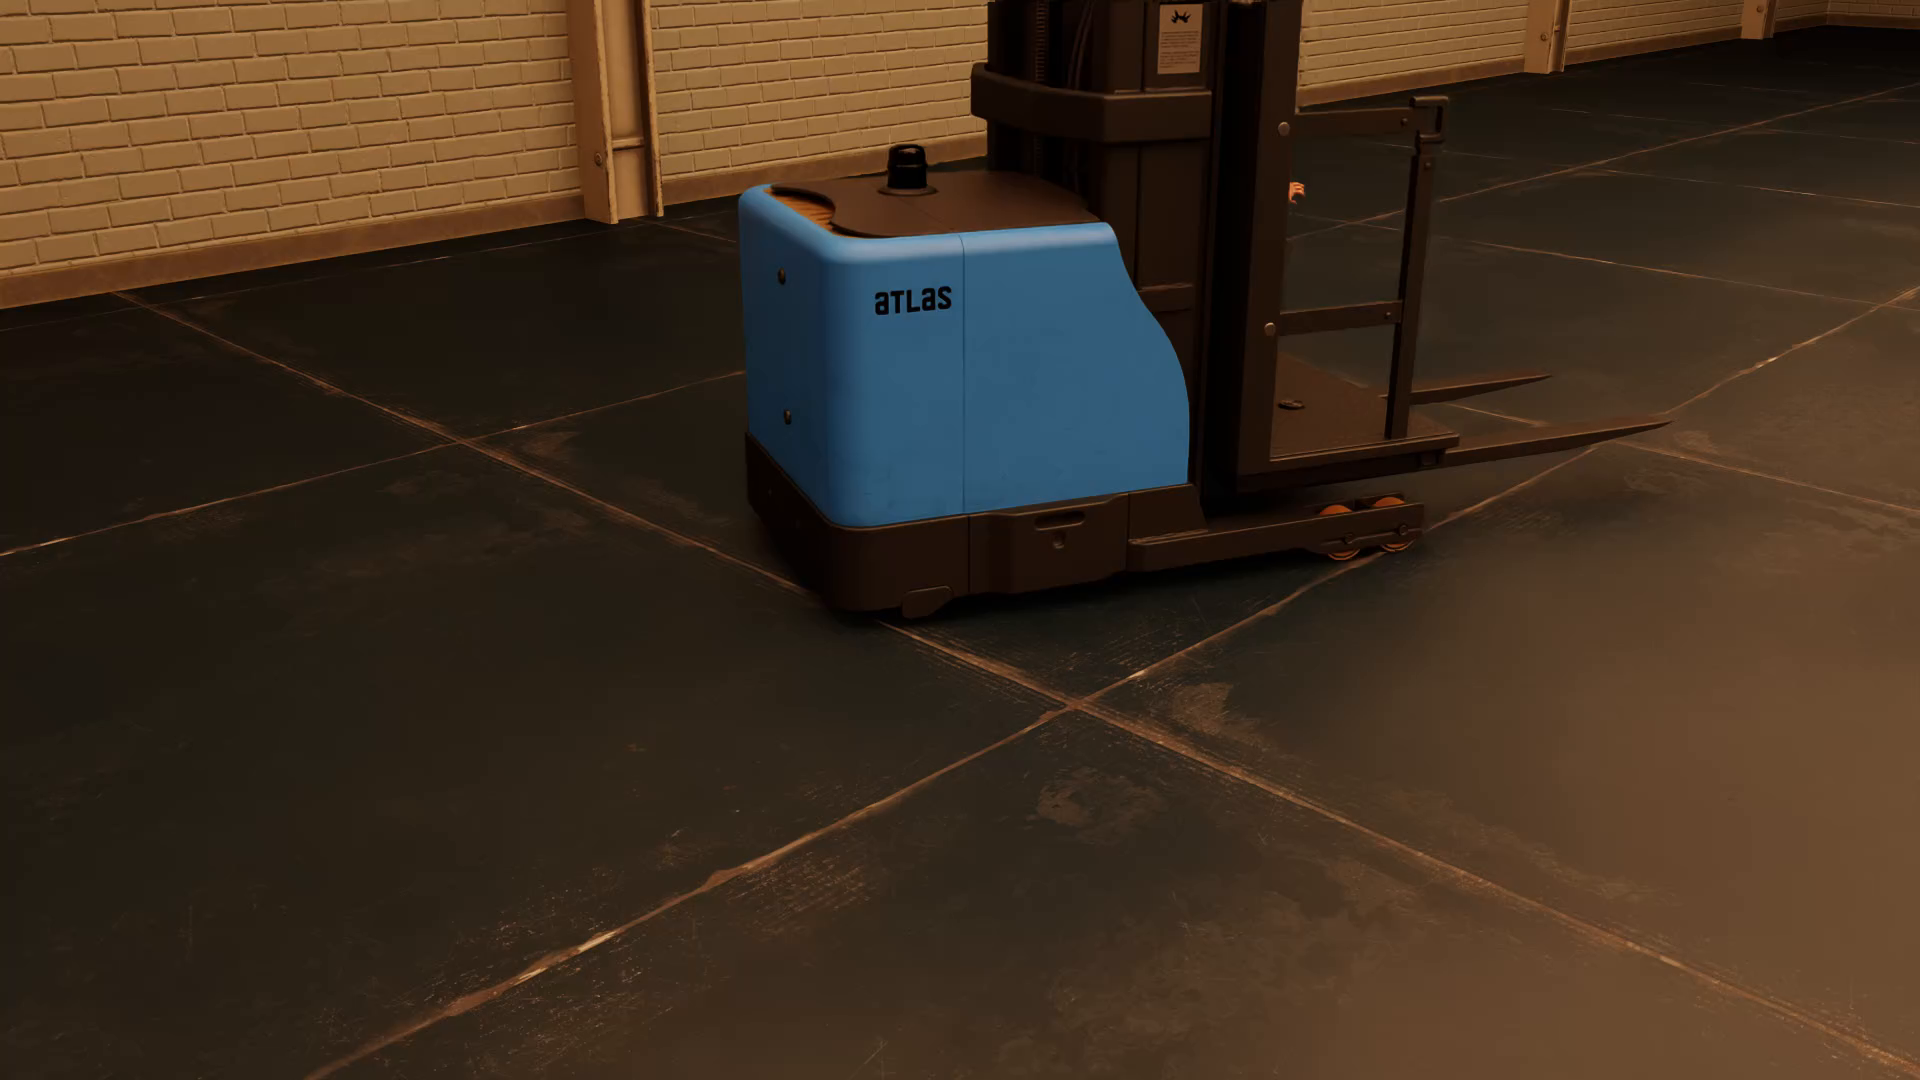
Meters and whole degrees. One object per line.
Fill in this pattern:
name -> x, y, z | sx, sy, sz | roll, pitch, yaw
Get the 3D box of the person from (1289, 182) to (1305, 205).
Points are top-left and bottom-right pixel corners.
person -> 0.854, -0.988, 5.840 | 0.670, 1.361, 0.878 | 4, 22, 10

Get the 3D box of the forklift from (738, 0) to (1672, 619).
forklift -> 0.889, -1.472, 4.958 | 3.031, 2.935, 1.130 | -8, 23, -20
